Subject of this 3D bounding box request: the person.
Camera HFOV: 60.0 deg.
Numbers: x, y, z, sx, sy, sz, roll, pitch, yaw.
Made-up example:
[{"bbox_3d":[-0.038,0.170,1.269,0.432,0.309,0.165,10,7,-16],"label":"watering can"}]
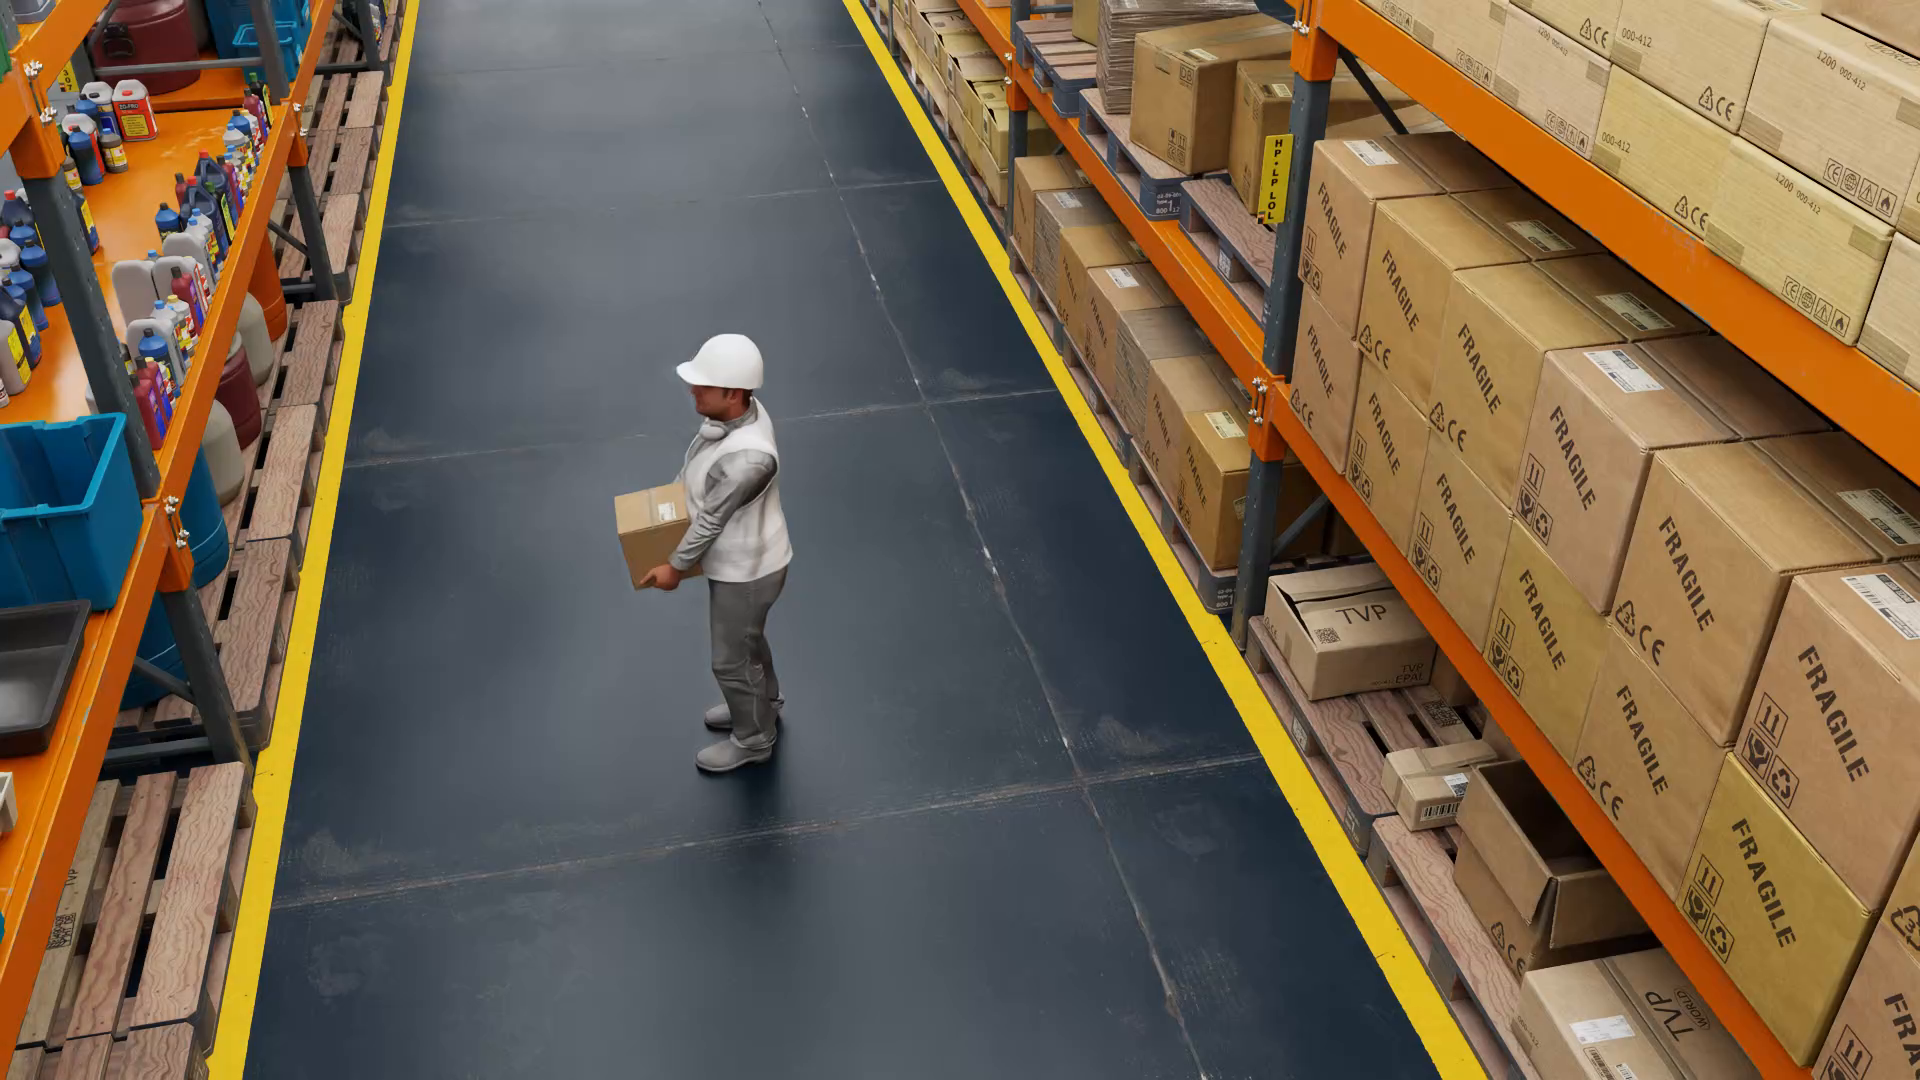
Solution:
[{"bbox_3d":[-0.800,0.120,6.100,0.363,1.481,0.447,-7,35,-11],"label":"person"}]
